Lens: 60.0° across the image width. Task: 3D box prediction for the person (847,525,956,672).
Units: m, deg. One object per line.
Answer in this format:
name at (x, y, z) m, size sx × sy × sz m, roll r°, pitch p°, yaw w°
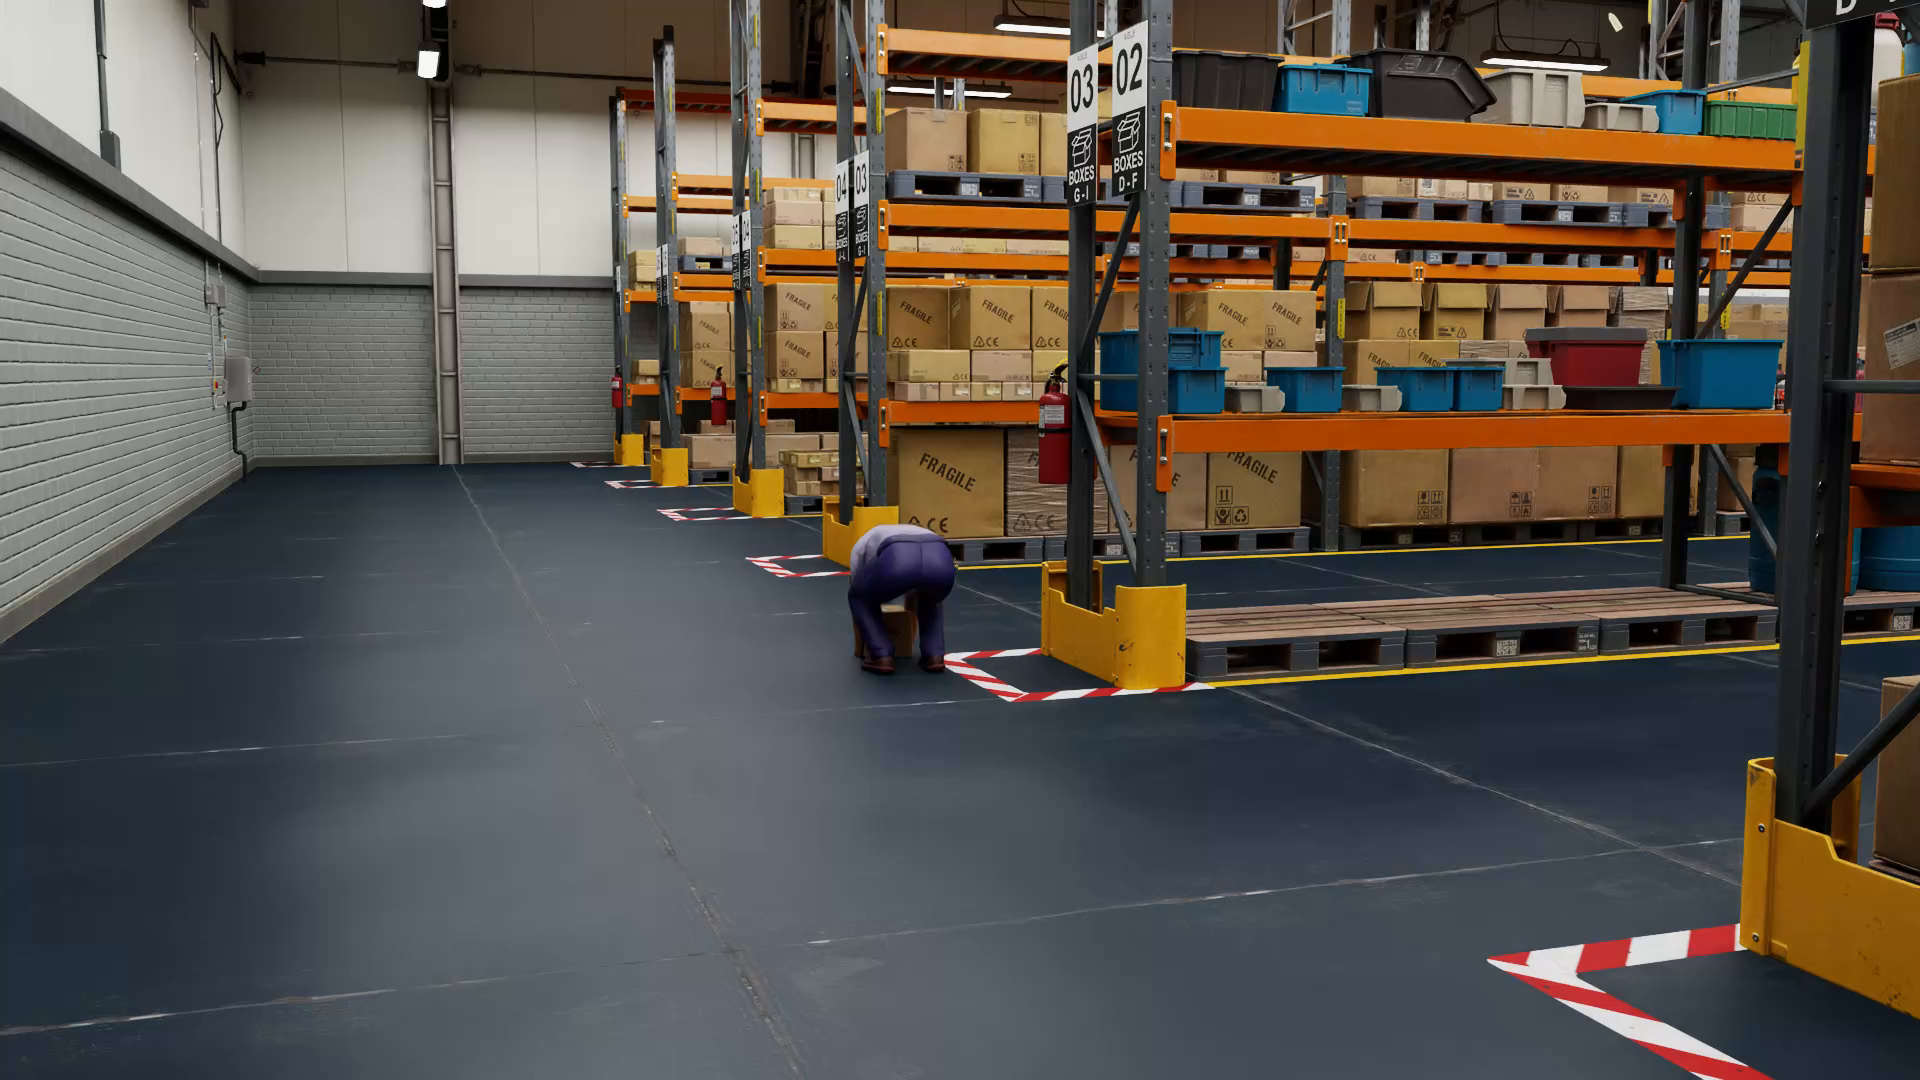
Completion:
person at (-0.332, 0.296, 8.745) m, size 0.516 × 0.763 × 0.905 m, roll -2°, pitch 6°, yaw -17°
